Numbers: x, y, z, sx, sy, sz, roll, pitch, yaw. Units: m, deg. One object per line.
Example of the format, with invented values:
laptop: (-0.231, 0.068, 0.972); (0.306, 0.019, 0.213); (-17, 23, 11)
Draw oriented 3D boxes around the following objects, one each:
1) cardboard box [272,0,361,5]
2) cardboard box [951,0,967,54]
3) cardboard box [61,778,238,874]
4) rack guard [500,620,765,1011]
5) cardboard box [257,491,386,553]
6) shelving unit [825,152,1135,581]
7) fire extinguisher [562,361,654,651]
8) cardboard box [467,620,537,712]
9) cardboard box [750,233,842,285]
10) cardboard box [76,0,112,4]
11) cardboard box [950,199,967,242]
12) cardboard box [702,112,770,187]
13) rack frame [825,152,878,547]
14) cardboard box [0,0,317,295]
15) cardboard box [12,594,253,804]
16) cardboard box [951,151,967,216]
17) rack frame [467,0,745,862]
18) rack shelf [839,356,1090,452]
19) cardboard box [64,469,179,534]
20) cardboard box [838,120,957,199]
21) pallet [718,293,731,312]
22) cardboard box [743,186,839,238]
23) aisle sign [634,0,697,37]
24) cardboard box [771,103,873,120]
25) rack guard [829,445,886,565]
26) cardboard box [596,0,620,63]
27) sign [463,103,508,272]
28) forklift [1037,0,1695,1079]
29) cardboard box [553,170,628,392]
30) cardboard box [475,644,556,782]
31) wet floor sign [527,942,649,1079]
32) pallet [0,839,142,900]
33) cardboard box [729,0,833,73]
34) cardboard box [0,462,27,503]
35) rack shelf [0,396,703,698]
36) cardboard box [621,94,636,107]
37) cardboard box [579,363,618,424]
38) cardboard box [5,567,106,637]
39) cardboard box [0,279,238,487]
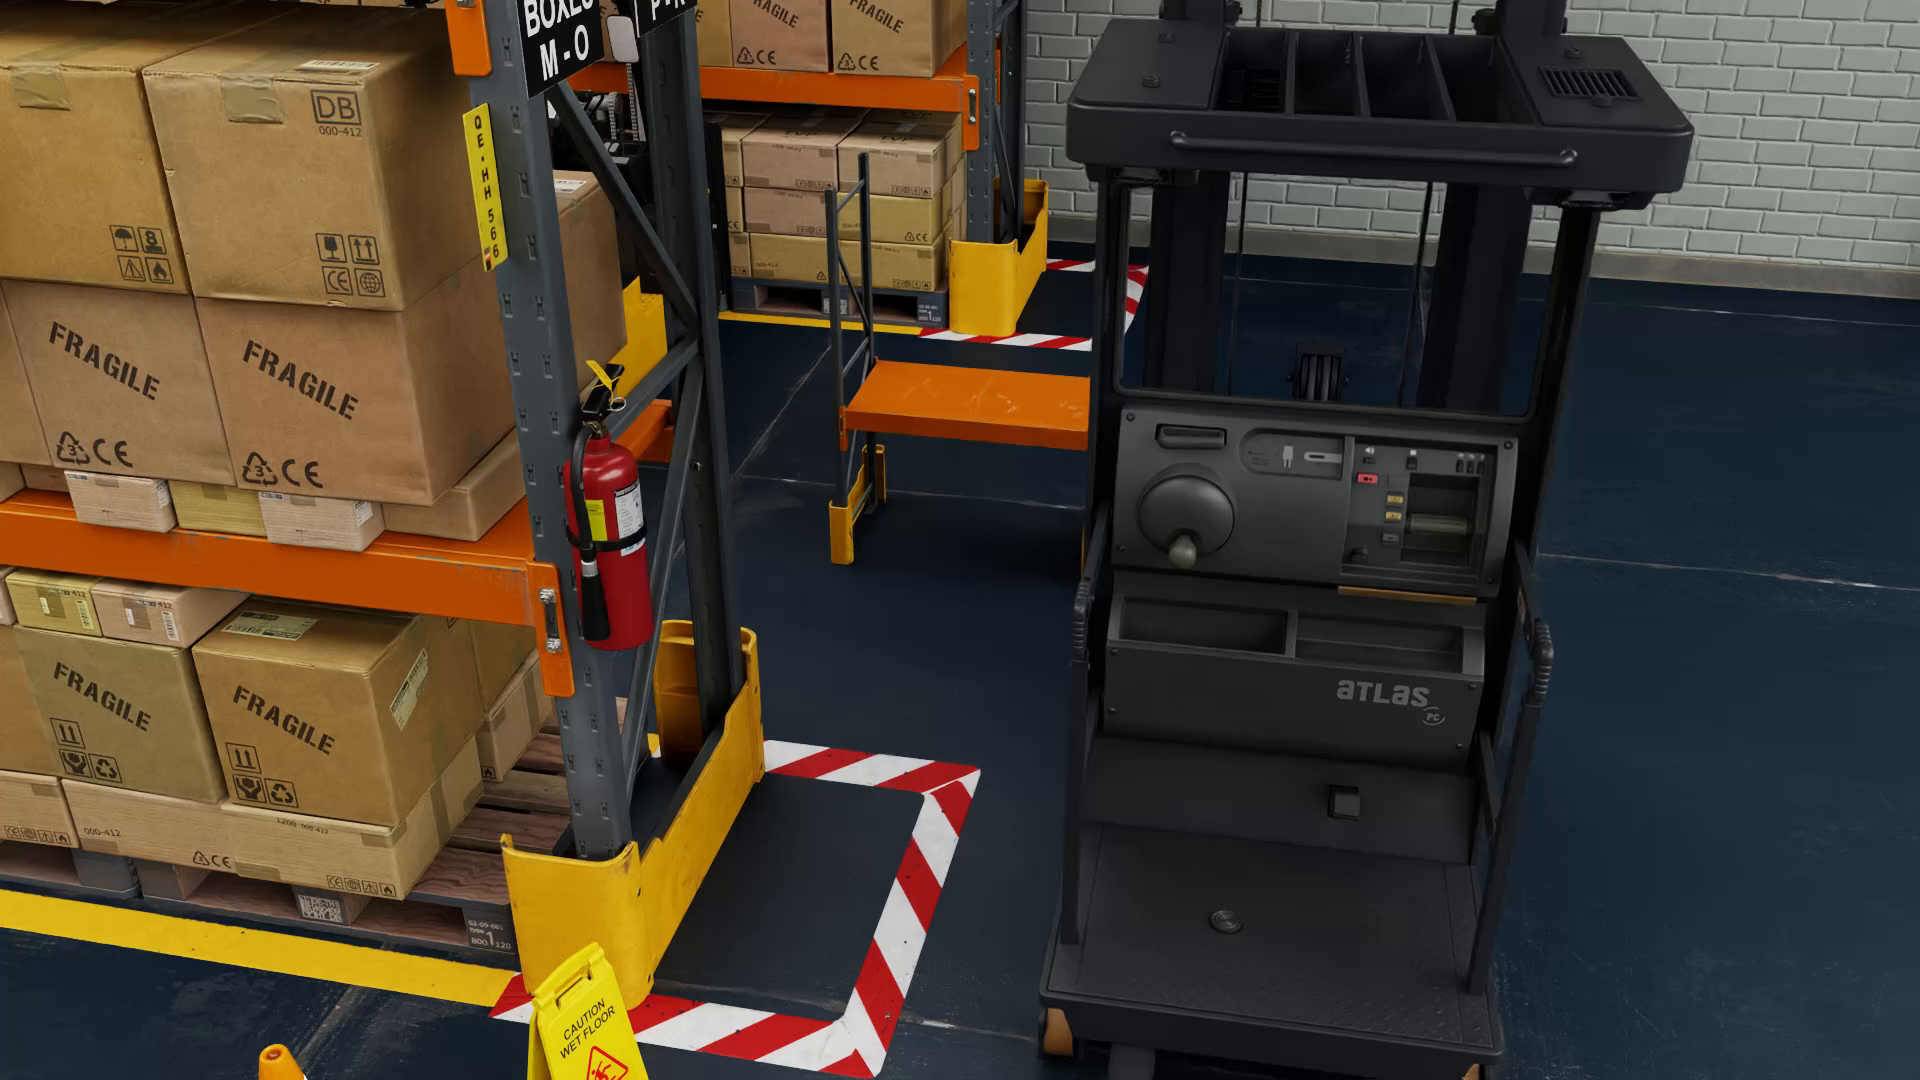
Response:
cardboard box: (-3.334, -2.941, 8.895); (0.500, 0.500, 0.500); (5, 29, 9)
cardboard box: (-0.229, -2.887, 8.796); (0.500, 0.500, 0.500); (7, 29, 12)
cardboard box: (-2.187, 0.680, 4.811); (0.500, 0.250, 0.500); (6, 29, 11)
rack guard: (-0.909, 0.757, 4.847); (0.348, 0.500, 1.175); (6, 29, 11)
cardboard box: (-1.516, -0.132, 4.129); (0.250, 0.149, 0.380); (6, 29, 10)
shelving unit: (0.075, -0.650, 6.376); (1.083, 1.500, 0.587); (6, 29, 11)
fire extinguisher: (-0.819, -0.070, 3.835); (0.183, 0.674, 0.296); (6, 29, 11)
cardboard box: (-1.589, 0.148, 5.001); (0.500, 0.500, 0.500); (5, 29, 9)
cardboard box: (-0.812, -1.595, 8.965); (0.500, 0.250, 0.500); (6, 29, 11)
cardboard box: (-4.754, -2.974, 9.215); (0.500, 0.250, 0.500); (6, 29, 10)
cardboard box: (-0.242, -1.783, 9.308); (0.500, 0.250, 0.500); (6, 29, 11)
cardboard box: (-1.314, -2.074, 8.800); (0.500, 0.250, 0.500); (6, 29, 11)
rack frame: (-0.414, -0.700, 6.467); (0.032, 1.500, 0.500); (6, 29, 11)
cardboard box: (-1.874, -0.948, 3.902); (0.500, 0.500, 0.700); (6, 29, 11)
cardboard box: (-2.184, 0.352, 4.628); (0.500, 0.500, 0.500); (7, 29, 12)
cardboard box: (-0.219, -2.005, 9.195); (0.500, 0.250, 0.500); (6, 29, 11)
rack frame: (-0.835, -0.332, 4.233); (0.127, 3.000, 1.000); (6, 29, 11)
rack shelf: (0.083, -0.492, 6.461); (1.000, 0.185, 0.538); (6, 29, 11)
cardboard box: (-2.021, -0.179, 4.216); (0.250, 0.149, 0.380); (6, 29, 11)
cardboard box: (-0.318, -1.980, 8.627); (0.500, 0.250, 0.500); (7, 29, 12)
pallet: (-1.748, -1.621, 9.490); (1.213, 0.211, 1.003); (6, 29, 11)
cardboard box: (-0.832, -1.818, 8.853); (0.500, 0.250, 0.500); (6, 29, 10)
aisle sign: (-0.710, -1.612, 3.863); (0.004, 0.787, 0.394); (6, 29, 11)
cardboard box: (-0.722, -2.266, 9.149); (0.500, 0.250, 0.500); (6, 29, 11)
rack guard: (-0.412, -0.152, 6.767); (0.087, 0.250, 0.587); (6, 29, 11)
cardboard box: (-1.839, -2.786, 8.611); (0.500, 0.500, 0.500); (6, 29, 11)
sign: (-0.970, -0.720, 3.406); (0.005, 0.325, 0.100); (6, 29, 11)
forklift: (0.806, -0.055, 3.797); (1.130, 2.935, 3.031); (5, 29, 9)
cardboard box: (-1.240, -0.684, 4.462); (0.500, 0.500, 0.500); (5, 29, 10)
cardboard box: (-1.566, 0.479, 5.177); (0.500, 0.250, 0.500); (6, 29, 10)
wet floor sign: (-0.873, 1.222, 3.845); (0.232, 0.644, 0.267); (17, 33, 28)
pallet: (-2.886, 0.662, 5.321); (1.213, 0.211, 1.003); (6, 29, 11)
cardboard box: (-0.844, -2.690, 8.435); (0.500, 0.500, 0.500); (7, 29, 12)
cardboard box: (-2.511, -0.254, 4.352); (0.250, 0.149, 0.380); (6, 29, 10)
rack shelf: (-2.791, -0.217, 4.772); (4.000, 0.370, 1.077); (6, 29, 11)
cardboard box: (-1.709, -2.375, 9.350); (0.500, 0.250, 0.500); (5, 29, 10)
cardboard box: (-1.124, -0.353, 4.533); (0.250, 0.149, 0.380); (6, 29, 11)
cardboard box: (-2.291, 0.087, 4.438); (0.250, 0.149, 0.380); (6, 29, 11)
cardboard box: (-1.912, -0.484, 4.096); (0.500, 0.500, 0.500); (6, 29, 11)
